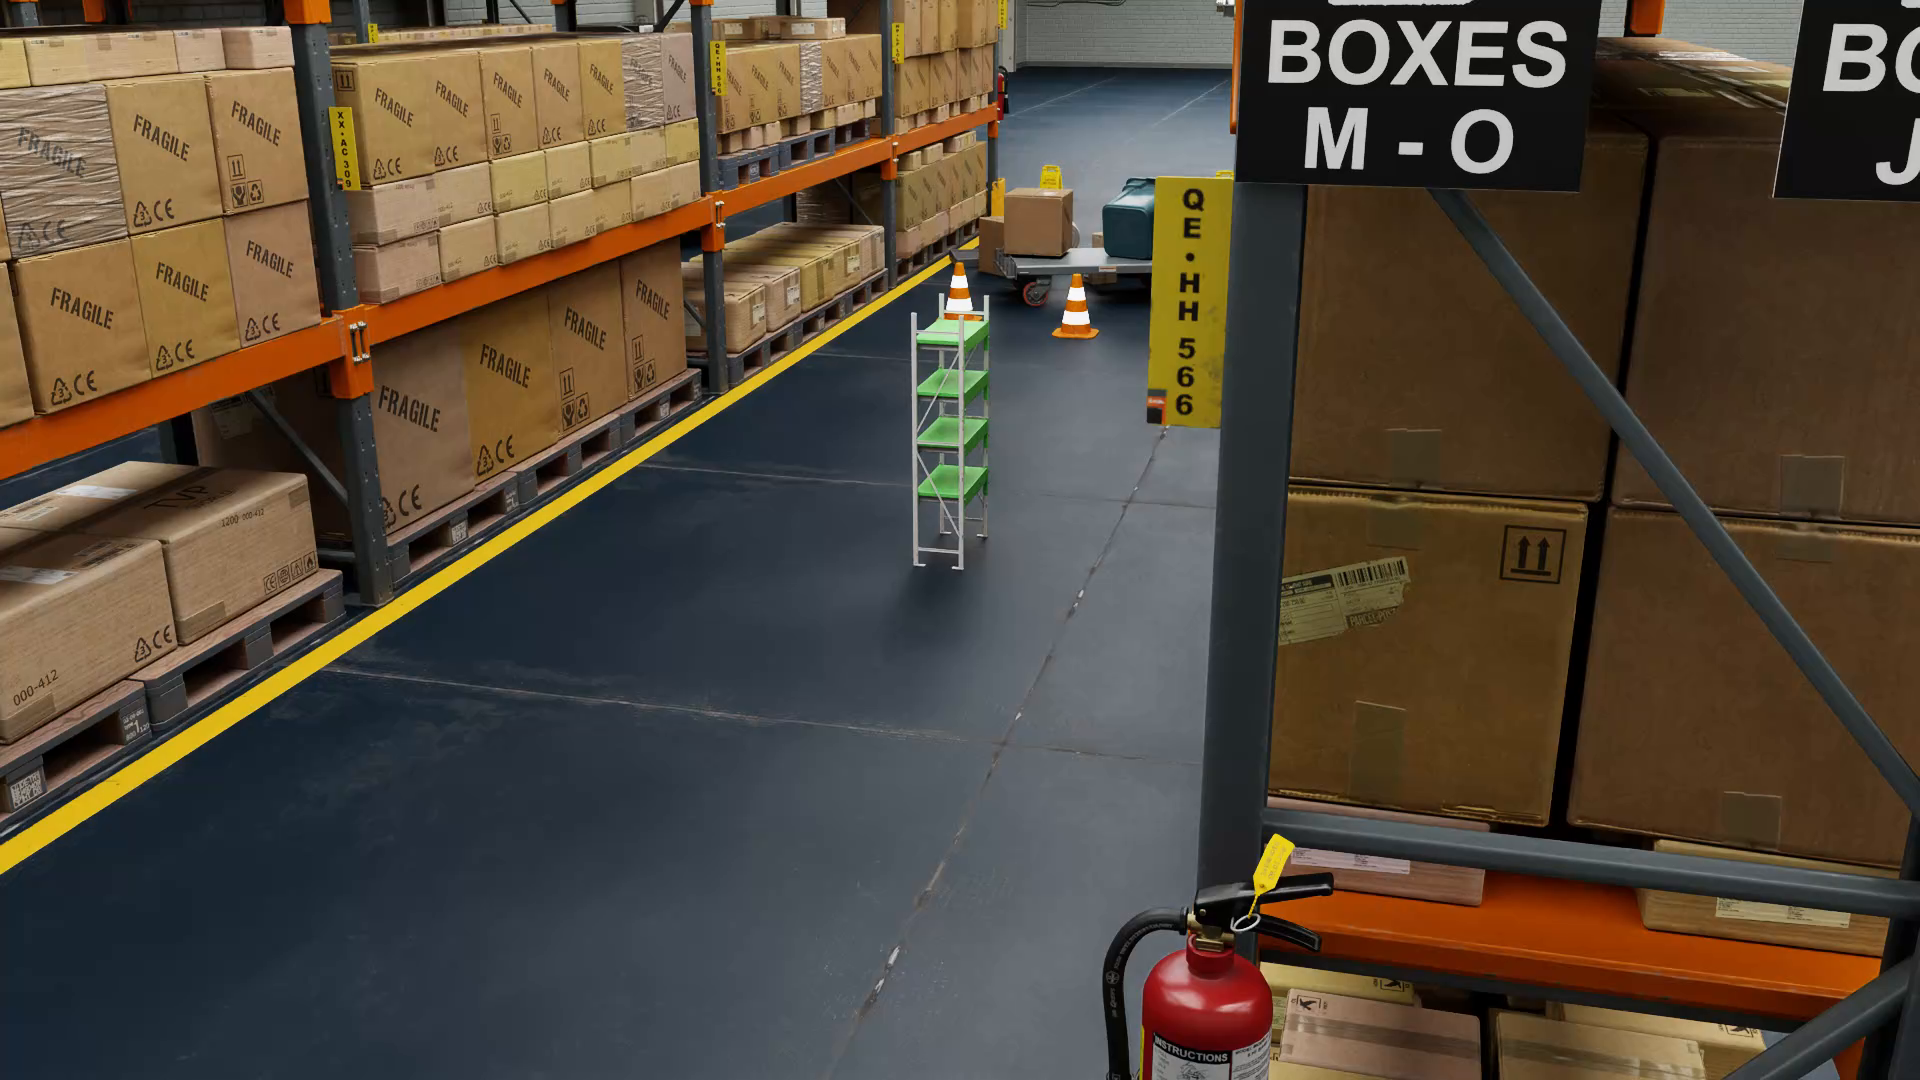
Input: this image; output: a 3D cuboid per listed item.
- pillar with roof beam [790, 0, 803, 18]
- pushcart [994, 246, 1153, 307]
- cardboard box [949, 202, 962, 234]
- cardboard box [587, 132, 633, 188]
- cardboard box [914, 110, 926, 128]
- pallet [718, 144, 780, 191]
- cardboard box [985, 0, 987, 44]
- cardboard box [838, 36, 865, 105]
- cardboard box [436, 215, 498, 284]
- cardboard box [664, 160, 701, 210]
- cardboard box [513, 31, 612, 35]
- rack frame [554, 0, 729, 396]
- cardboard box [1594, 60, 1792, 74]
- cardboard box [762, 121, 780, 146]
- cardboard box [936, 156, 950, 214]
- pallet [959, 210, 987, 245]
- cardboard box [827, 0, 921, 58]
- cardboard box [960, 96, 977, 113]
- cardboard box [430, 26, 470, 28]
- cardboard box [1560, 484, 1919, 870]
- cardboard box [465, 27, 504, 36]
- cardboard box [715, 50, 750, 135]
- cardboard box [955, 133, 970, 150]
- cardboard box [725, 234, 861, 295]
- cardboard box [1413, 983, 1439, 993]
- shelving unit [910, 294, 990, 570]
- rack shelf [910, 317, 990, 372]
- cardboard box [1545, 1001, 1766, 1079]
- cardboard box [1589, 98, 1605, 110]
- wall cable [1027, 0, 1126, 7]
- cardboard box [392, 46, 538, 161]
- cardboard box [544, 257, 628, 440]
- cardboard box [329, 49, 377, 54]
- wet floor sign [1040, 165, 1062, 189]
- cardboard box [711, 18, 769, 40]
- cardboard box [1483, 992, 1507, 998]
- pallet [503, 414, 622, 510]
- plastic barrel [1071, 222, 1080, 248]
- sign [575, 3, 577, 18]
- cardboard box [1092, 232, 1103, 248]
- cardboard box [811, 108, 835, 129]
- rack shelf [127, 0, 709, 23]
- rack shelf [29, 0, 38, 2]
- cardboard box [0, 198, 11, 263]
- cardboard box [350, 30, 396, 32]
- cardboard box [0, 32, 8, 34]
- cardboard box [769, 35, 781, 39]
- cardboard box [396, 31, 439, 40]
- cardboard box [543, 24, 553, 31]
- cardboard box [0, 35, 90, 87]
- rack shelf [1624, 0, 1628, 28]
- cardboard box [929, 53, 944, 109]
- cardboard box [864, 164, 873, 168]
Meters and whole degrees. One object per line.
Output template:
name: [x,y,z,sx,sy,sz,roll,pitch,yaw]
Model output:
pillar with roof beam: [1.164,-11.436,27.747,9.100,9.000,0.400,5,19,13]
pushcart: [1.162,-2.273,14.259,1.648,0.377,0.936,-2,19,-6]
cardboard box: [-0.277,-3.229,16.604,0.500,0.250,0.500,4,19,11]
cardboard box: [-2.138,-2.095,9.140,0.500,0.250,0.500,4,19,12]
cardboard box: [-0.532,-3.877,15.285,0.380,0.149,0.250,5,20,15]
pallet: [-1.968,-2.566,11.355,1.213,0.211,1.003,5,19,13]
cardboard box: [-0.128,-5.258,16.779,0.700,0.500,0.500,5,19,14]
cardboard box: [-1.072,-3.747,13.252,0.500,0.500,0.500,5,19,14]
cardboard box: [-2.528,-1.379,7.817,0.500,0.250,0.500,4,19,12]
cardboard box: [-1.910,-2.175,10.146,0.500,0.250,0.500,4,19,11]
cardboard box: [-2.396,-2.810,10.072,0.500,0.500,0.500,4,19,12]
rack frame: [-2.039,-2.425,10.646,1.000,3.000,0.127,5,19,13]
cardboard box: [1.585,-0.819,3.783,0.500,0.500,0.500,4,19,12]
cardboard box: [-1.479,-2.844,11.614,0.380,0.149,0.250,5,19,14]
cardboard box: [-0.408,-3.426,16.020,0.500,0.500,0.500,6,20,16]
pallet: [-0.335,-3.337,17.631,1.003,0.211,1.213,5,19,13]
cardboard box: [-0.744,-4.460,14.444,0.700,0.500,0.500,4,19,13]
cardboard box: [-0.039,-4.429,16.903,0.380,0.149,0.250,5,19,14]
cardboard box: [-5.450,-5.405,17.754,0.380,0.149,0.250,5,20,15]
cardboard box: [1.209,0.135,2.537,0.500,0.500,0.500,6,20,16]
cardboard box: [-4.996,-5.281,17.390,0.380,0.149,0.250,5,19,14]
cardboard box: [-1.704,-2.934,10.873,0.500,0.500,0.500,4,19,12]
cardboard box: [-0.116,-4.021,16.760,0.380,0.149,0.250,5,19,14]
cardboard box: [-1.359,-2.243,13.531,0.950,0.372,0.625,6,20,17]
cardboard box: [0.897,0.883,3.801,0.380,0.149,0.250,4,19,11]
shelving unit: [-0.040,-0.516,7.842,0.258,1.200,0.503,5,19,13]
rack shelf: [-0.040,-0.910,7.707,0.258,0.148,0.480,5,19,13]
cardboard box: [1.425,1.009,3.434,0.380,0.149,0.250,5,19,13]
cardboard box: [0.826,-0.541,2.969,0.500,0.500,0.500,4,19,12]
wall cable: [3.390,-16.767,48.160,3.097,2.526,0.112,5,19,13]
cardboard box: [-2.407,-2.125,8.068,0.500,0.500,0.500,4,19,12]
cardboard box: [-2.510,-1.129,9.489,0.875,0.875,0.875,5,19,14]
cardboard box: [-3.031,-2.014,7.742,0.500,0.500,0.500,5,19,14]
wet floor sign: [1.000,-3.793,18.294,0.267,0.644,0.232,12,22,32]
cardboard box: [-1.685,-3.904,12.709,0.380,0.149,0.250,6,20,16]
cardboard box: [1.445,0.980,3.978,0.380,0.149,0.250,4,19,11]
pallet: [-2.604,-0.483,9.274,1.003,0.211,1.213,5,19,13]
plastic barrel: [0.879,-2.946,16.158,0.421,0.421,0.512,-13,23,-34]
sign: [-4.375,-5.936,18.768,0.100,0.325,0.005,5,19,13]
cardboard box: [1.555,-3.013,16.779,0.380,0.149,0.250,17,25,41]
cardboard box: [-1.183,-3.257,12.820,0.380,0.149,0.250,5,19,13]
rack shelf: [-2.527,-2.877,8.442,1.077,0.370,4.000,5,19,13]
rack shelf: [-6.364,-4.521,13.257,1.077,0.370,4.000,5,19,13]
cardboard box: [-3.241,-1.047,4.909,0.500,0.500,0.500,5,19,14]
cardboard box: [-5.854,-5.011,16.598,0.380,0.149,0.250,4,19,12]
cardboard box: [-3.534,-1.682,5.766,0.380,0.149,0.250,5,19,13]
cardboard box: [-1.576,-3.784,13.361,0.500,0.500,0.500,5,19,14]
cardboard box: [-5.318,-4.883,16.225,0.380,0.149,0.250,5,20,15]
cardboard box: [-4.781,-5.689,18.585,0.380,0.149,0.250,5,19,14]
cardboard box: [-3.093,-1.563,5.419,0.380,0.149,0.250,5,19,13]
rack shelf: [2.297,-2.518,7.390,1.077,0.370,4.000,5,19,13]
cardboard box: [-0.448,-4.298,15.515,0.500,0.500,0.500,4,19,13]
cardboard box: [-1.054,-3.297,15.644,0.500,0.500,0.500,5,19,14]
